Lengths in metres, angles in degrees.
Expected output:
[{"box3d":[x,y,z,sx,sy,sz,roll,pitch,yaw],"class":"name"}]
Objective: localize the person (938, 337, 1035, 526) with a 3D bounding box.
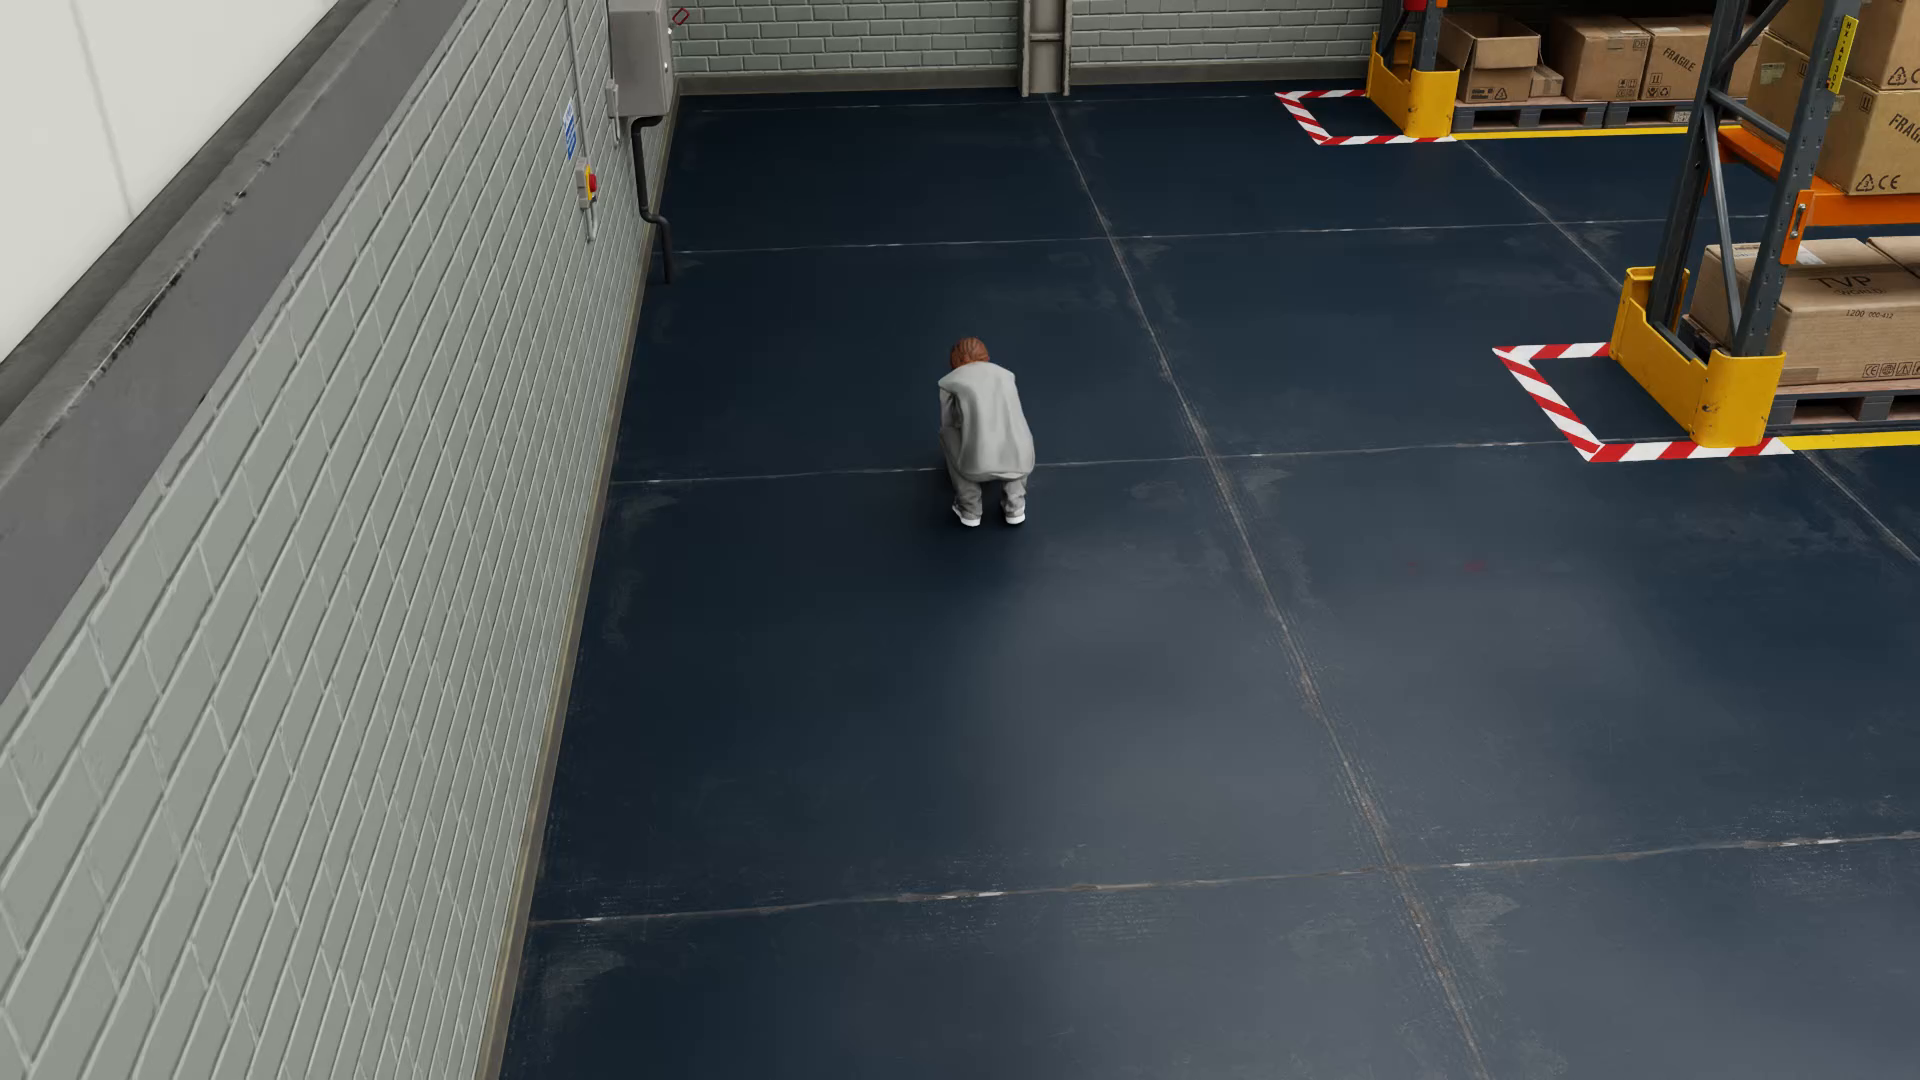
[{"box3d":[0.121,-0.466,7.822,0.433,0.760,0.829,-3,32,-5],"class":"person"}]
